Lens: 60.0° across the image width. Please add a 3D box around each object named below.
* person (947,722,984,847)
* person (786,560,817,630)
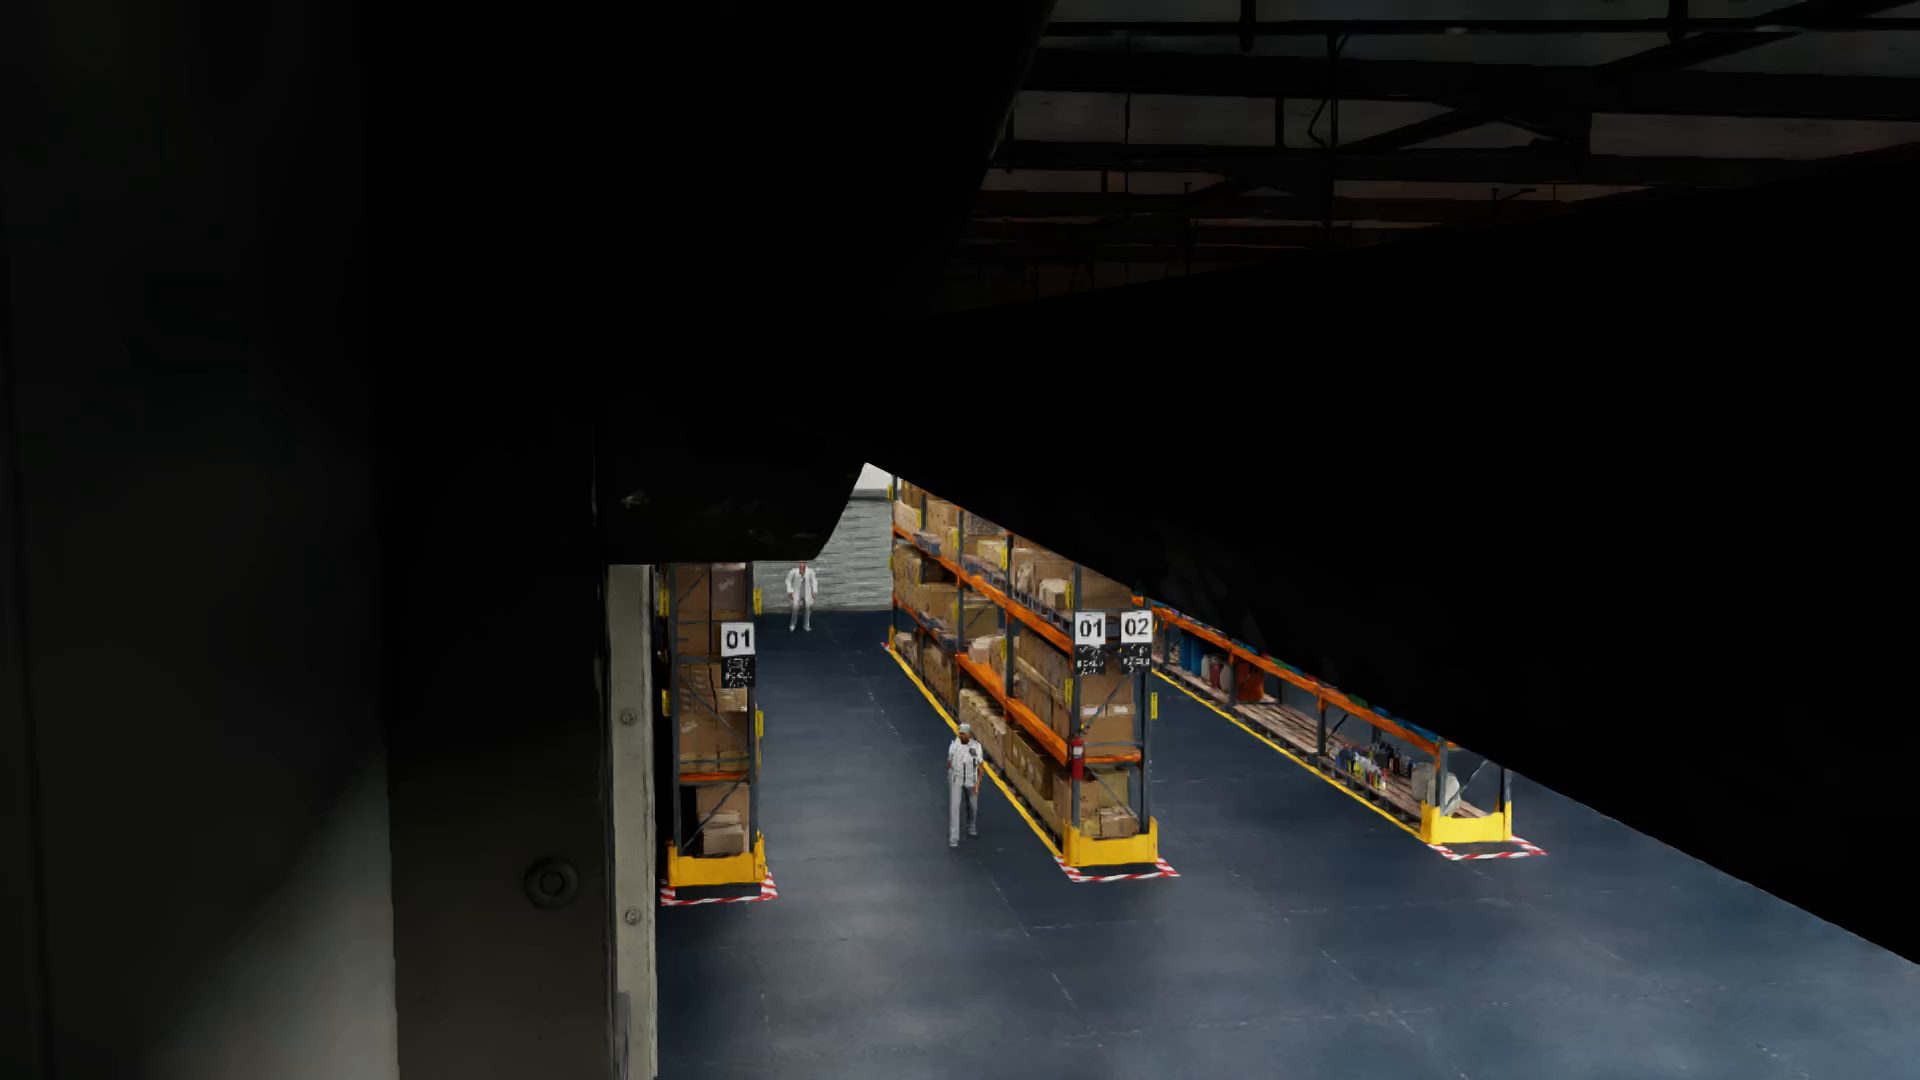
[{"bbox_3d":[0.074,3.169,21.813,0.477,1.597,0.985,0,6,-2],"label":"person"},{"bbox_3d":[-3.717,1.266,38.953,0.729,1.733,0.546,-1,6,-11],"label":"person"}]
